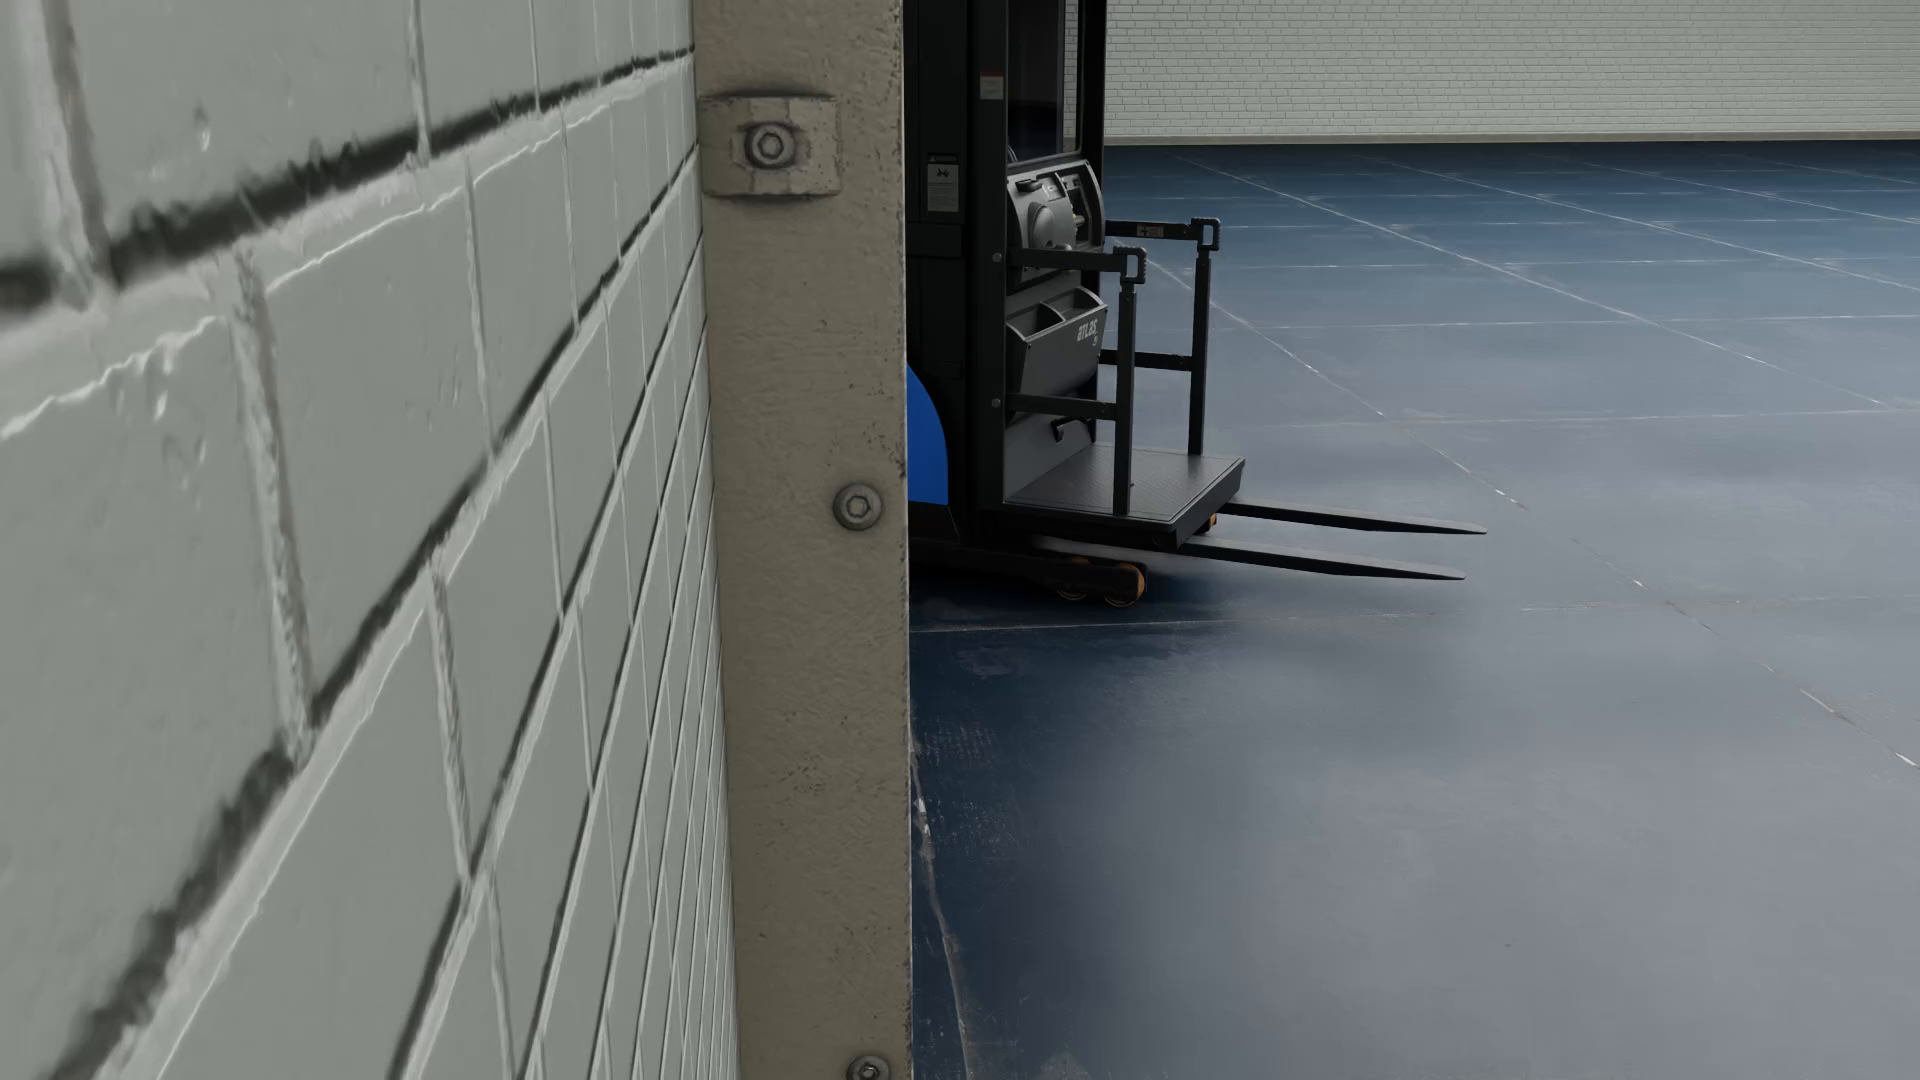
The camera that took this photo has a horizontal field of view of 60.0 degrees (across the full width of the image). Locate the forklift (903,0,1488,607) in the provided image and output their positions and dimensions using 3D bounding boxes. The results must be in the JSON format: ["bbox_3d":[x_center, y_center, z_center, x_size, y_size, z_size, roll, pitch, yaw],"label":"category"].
[{"bbox_3d":[0.569,-1.322,6.496,3.031,2.935,1.130,8,19,23],"label":"forklift"}]
